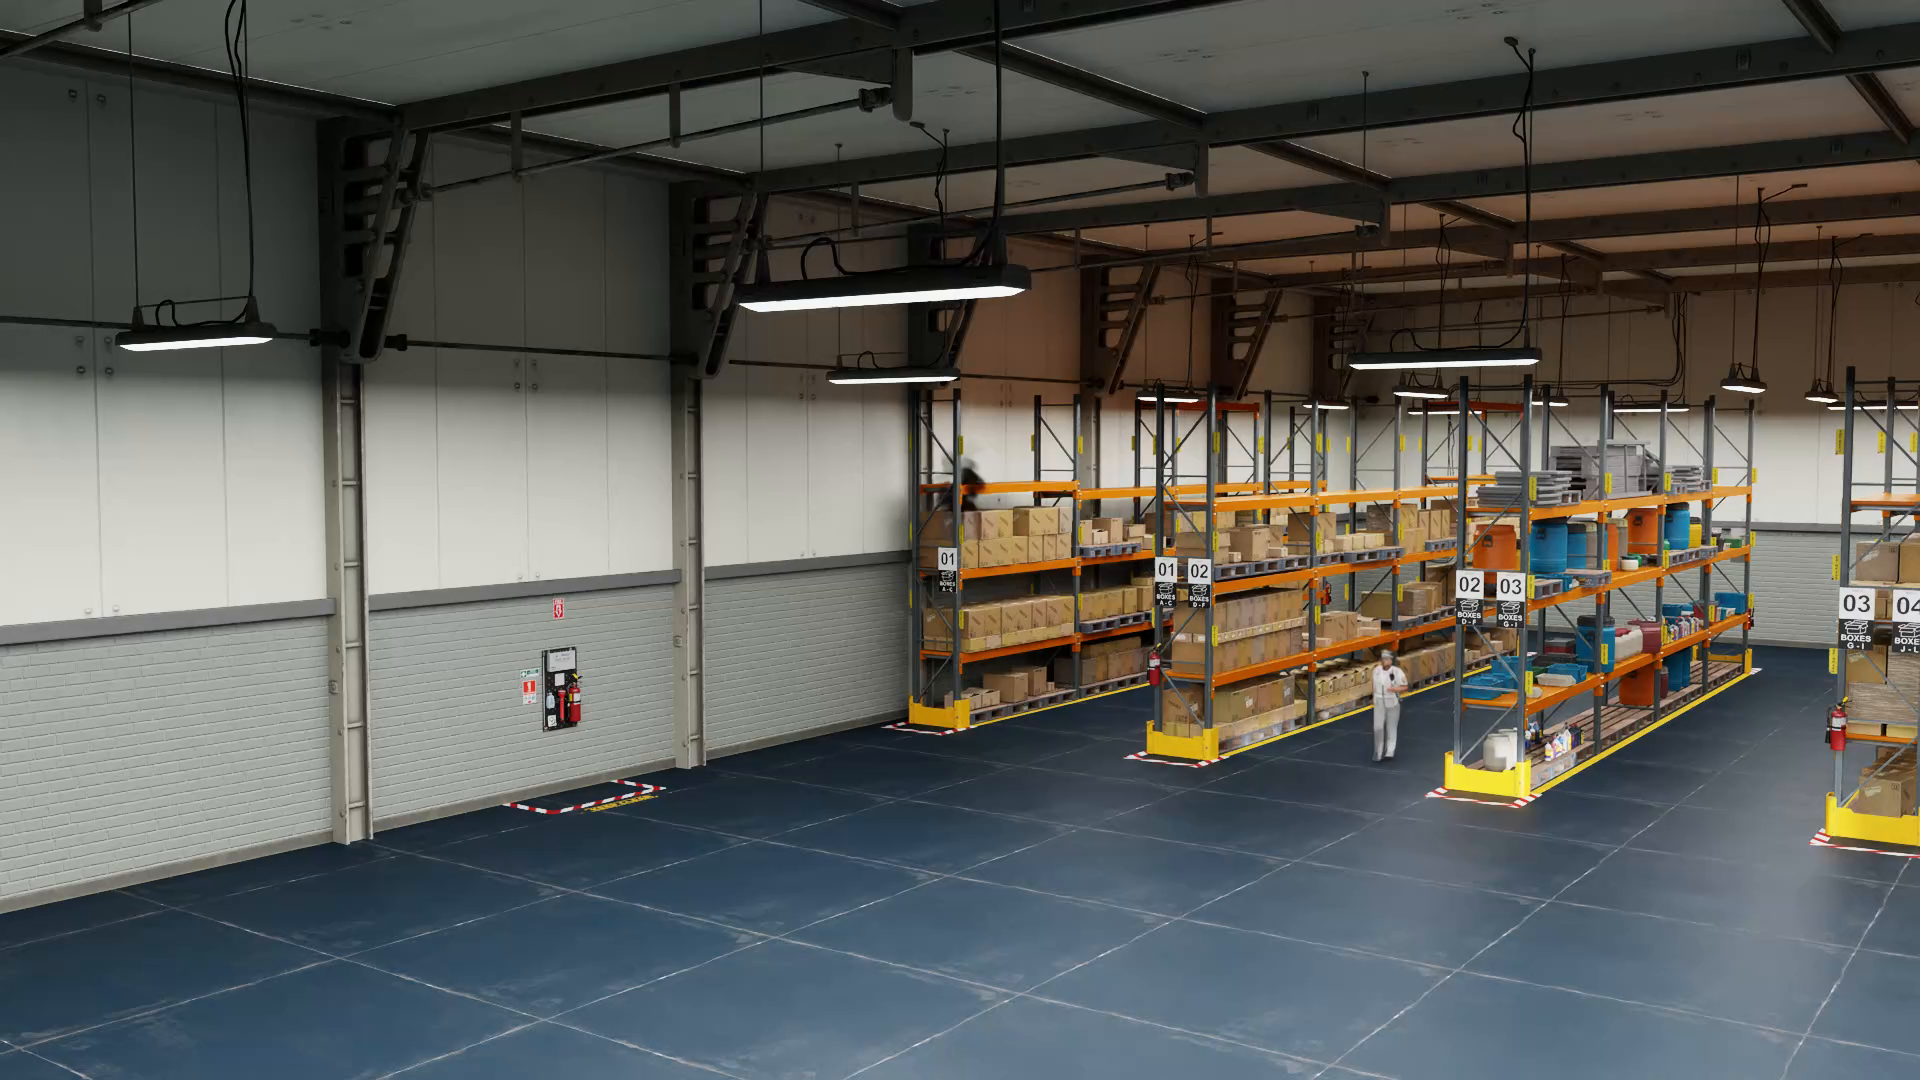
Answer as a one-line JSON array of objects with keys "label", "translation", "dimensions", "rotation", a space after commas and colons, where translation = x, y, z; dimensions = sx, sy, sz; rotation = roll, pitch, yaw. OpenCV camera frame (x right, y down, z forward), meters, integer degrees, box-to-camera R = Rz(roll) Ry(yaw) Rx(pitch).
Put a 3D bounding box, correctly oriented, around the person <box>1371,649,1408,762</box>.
[{"label": "person", "translation": [6.761, 2.643, 26.300], "dimensions": [0.626, 1.837, 0.752], "rotation": [2, 4, 26]}]
